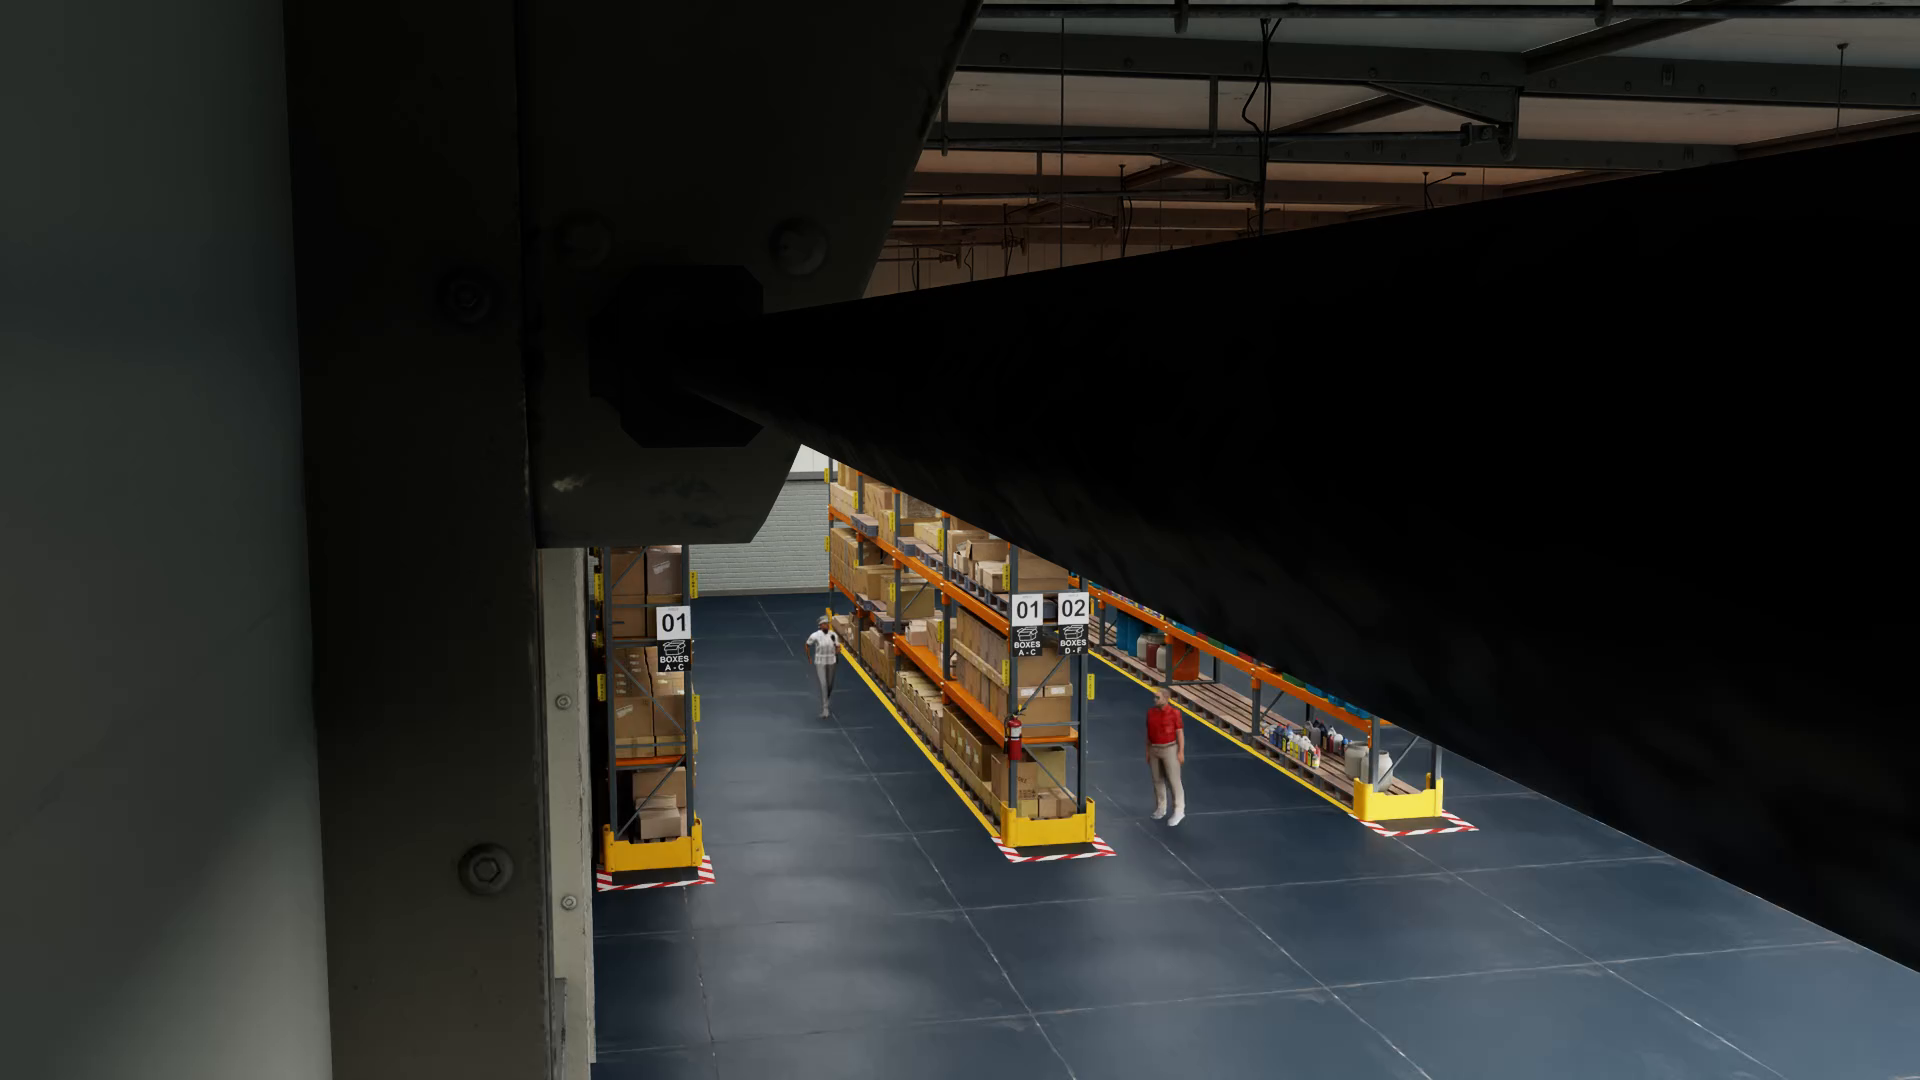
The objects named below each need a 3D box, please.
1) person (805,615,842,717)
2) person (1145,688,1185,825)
[{"bbox_3d":[-2.312,2.106,28.372,0.632,1.654,1.028,-1,7,-12],"label":"person"},{"bbox_3d":[2.700,2.859,22.142,0.643,1.745,0.440,5,9,38],"label":"person"}]
